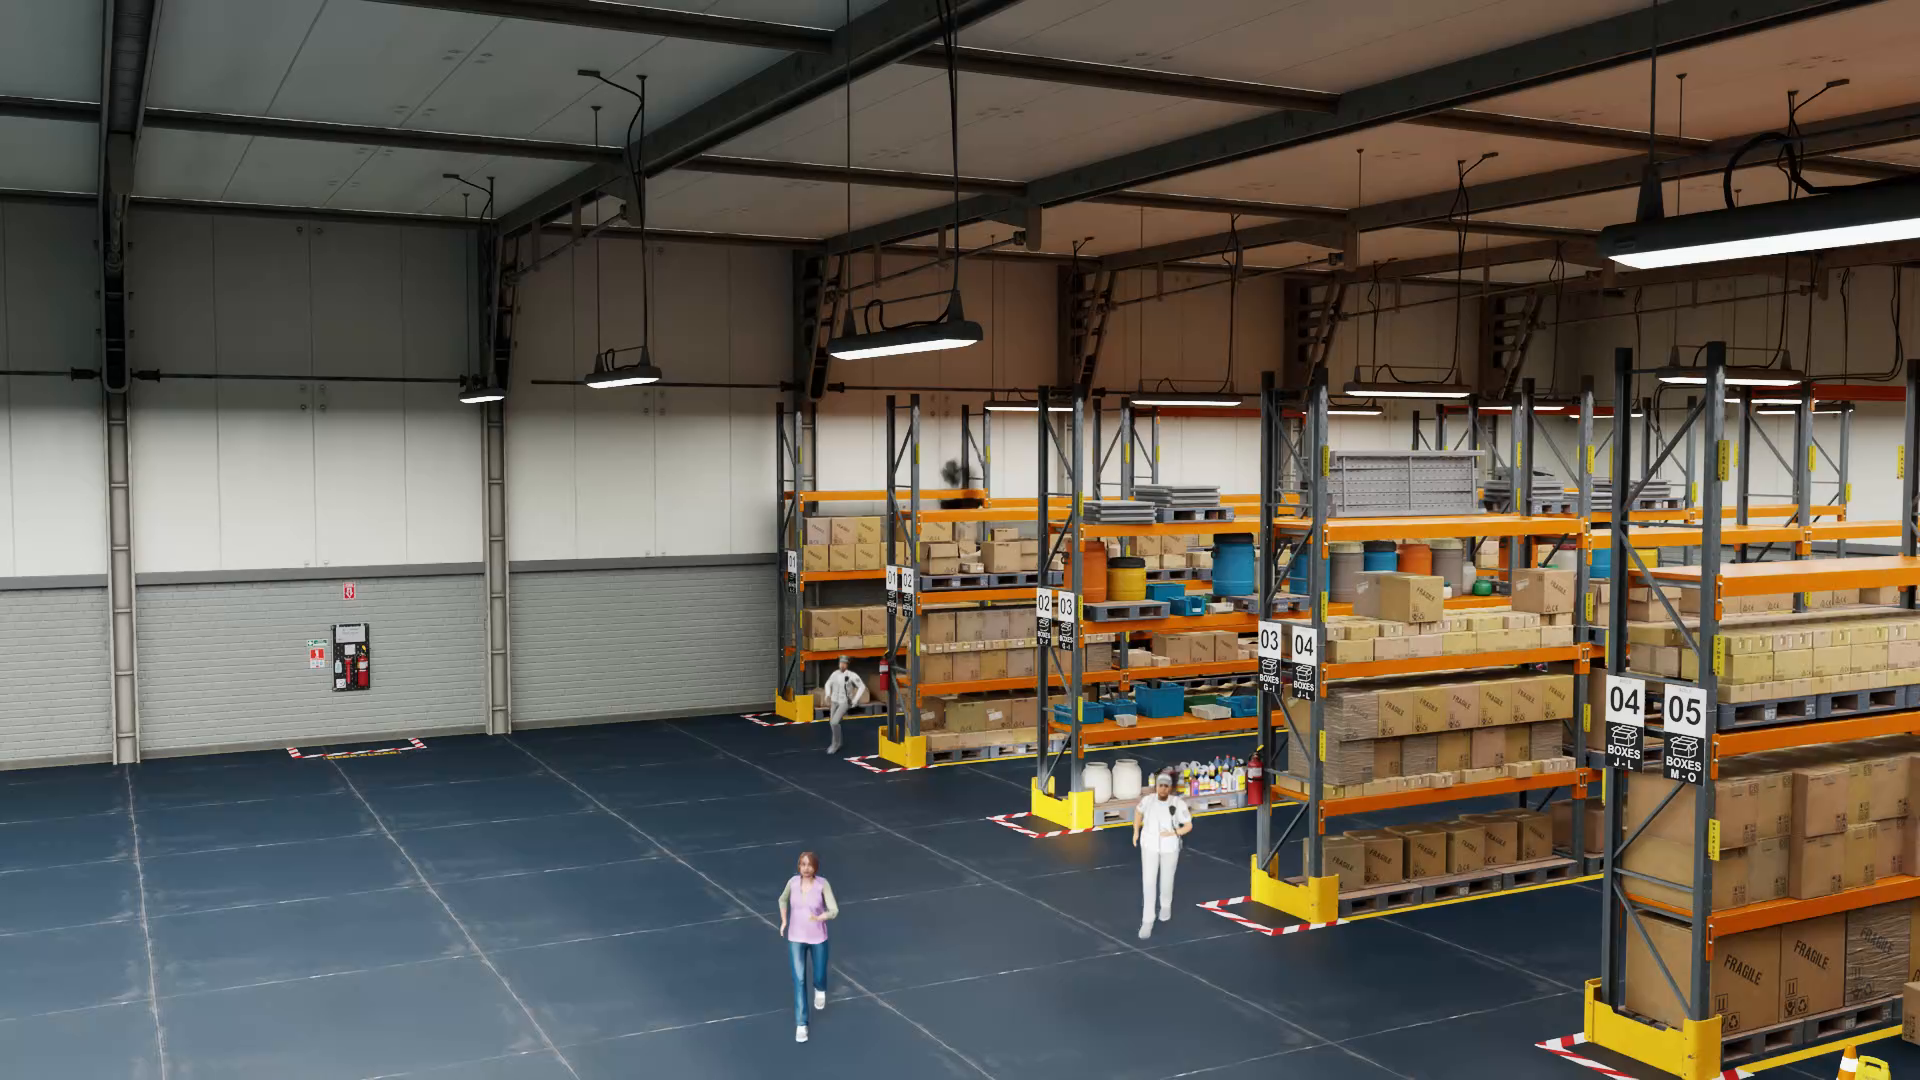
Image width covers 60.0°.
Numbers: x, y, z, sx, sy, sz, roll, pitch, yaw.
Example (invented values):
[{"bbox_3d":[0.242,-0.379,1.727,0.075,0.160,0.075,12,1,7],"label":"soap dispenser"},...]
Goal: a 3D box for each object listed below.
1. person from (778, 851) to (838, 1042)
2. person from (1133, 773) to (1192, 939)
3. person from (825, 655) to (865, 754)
[{"bbox_3d":[-1.346,3.528,14.695,0.545,1.575,0.864,0,3,0],"label":"person"},{"bbox_3d":[2.160,3.319,17.758,0.627,1.682,0.863,0,3,9],"label":"person"},{"bbox_3d":[-1.983,2.761,27.987,0.676,1.685,0.644,2,4,30],"label":"person"}]
